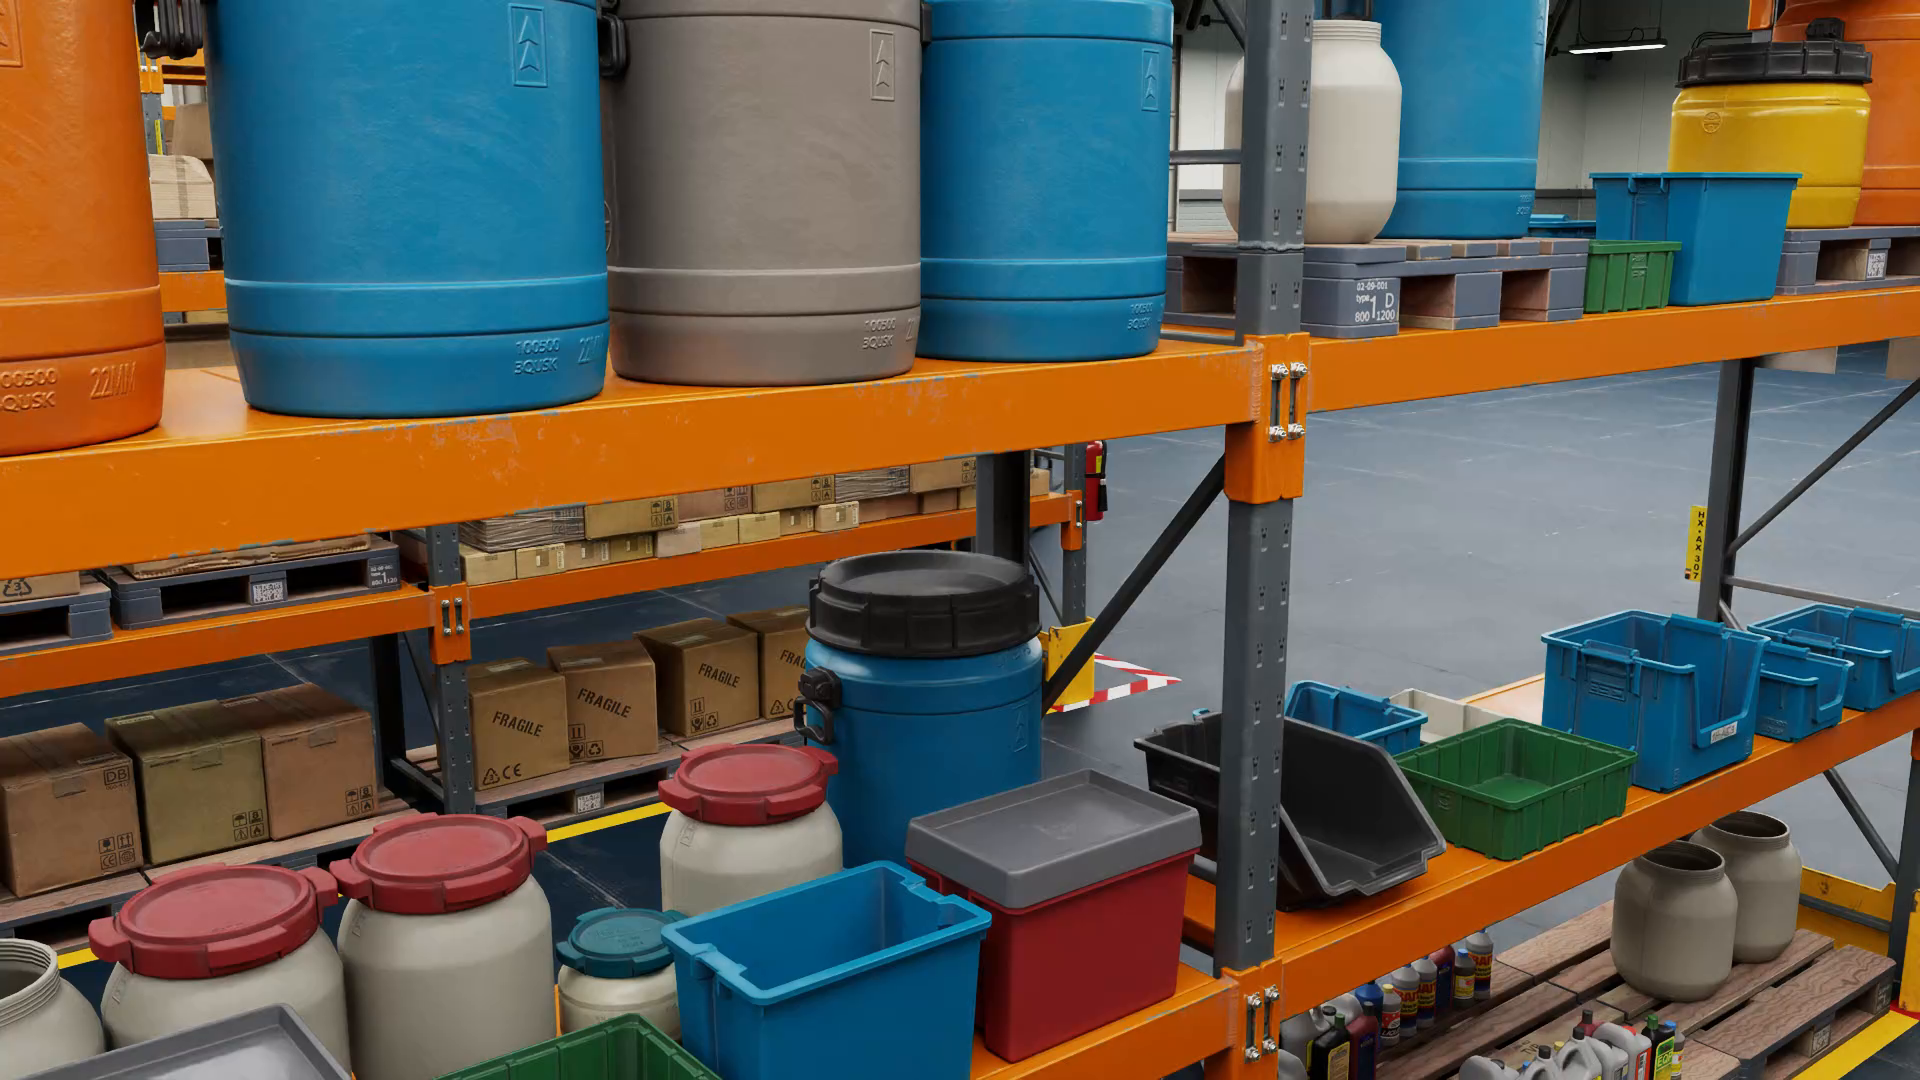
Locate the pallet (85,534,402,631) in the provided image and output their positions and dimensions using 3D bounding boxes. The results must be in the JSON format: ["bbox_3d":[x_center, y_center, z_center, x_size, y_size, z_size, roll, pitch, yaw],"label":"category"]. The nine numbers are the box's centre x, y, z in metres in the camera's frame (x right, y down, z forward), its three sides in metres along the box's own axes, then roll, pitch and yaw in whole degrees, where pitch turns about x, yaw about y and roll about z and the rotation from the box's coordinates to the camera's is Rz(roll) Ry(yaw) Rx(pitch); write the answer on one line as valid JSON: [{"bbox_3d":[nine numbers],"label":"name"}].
[{"bbox_3d":[-3.382,0.128,7.766,1.213,0.211,1.003,-9,15,-38],"label":"pallet"}]

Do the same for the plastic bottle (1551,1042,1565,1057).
[{"bbox_3d":[1.948,1.734,5.417,0.097,0.201,0.097,0,12,0],"label":"plastic bottle"}]

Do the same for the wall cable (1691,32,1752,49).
[{"bbox_3d":[18.270,-10.536,38.399,0.112,2.526,3.097,-9,15,-38],"label":"wall cable"}]

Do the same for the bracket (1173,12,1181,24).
[{"bbox_3d":[3.981,-9.948,31.646,0.430,0.232,0.235,-9,15,-38],"label":"bracket"}]

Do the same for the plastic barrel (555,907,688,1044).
[{"bbox_3d":[-0.730,0.976,3.642,0.301,0.262,0.301,0,12,0],"label":"plastic barrel"}]

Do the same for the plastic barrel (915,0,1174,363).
[{"bbox_3d":[0.138,-0.849,3.479,0.708,0.901,0.600,-9,15,-38],"label":"plastic barrel"}]

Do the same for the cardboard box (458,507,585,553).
[{"bbox_3d":[-2.305,-0.284,8.289,0.500,0.500,0.875,-9,15,-38],"label":"cardboard box"}]

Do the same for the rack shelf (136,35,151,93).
[{"bbox_3d":[-7.276,-2.986,10.223,4.000,0.370,1.077,-9,15,-38],"label":"rack shelf"}]

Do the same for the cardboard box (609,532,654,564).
[{"bbox_3d":[-1.768,0.001,8.507,0.250,0.149,0.380,-9,15,-38],"label":"cardboard box"}]

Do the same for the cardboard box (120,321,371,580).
[{"bbox_3d":[-3.402,-0.460,7.618,1.000,1.000,1.000,-9,15,-37],"label":"cardboard box"}]

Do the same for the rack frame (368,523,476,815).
[{"bbox_3d":[-2.695,-0.041,8.102,0.127,3.000,1.000,-9,15,-38],"label":"rack frame"}]

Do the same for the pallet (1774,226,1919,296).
[{"bbox_3d":[2.816,-1.040,6.040,1.213,0.211,1.003,-9,15,-38],"label":"pallet"}]

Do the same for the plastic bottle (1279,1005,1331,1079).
[{"bbox_3d":[1.124,1.645,5.477,0.185,0.351,0.144,-10,15,-38],"label":"plastic bottle"}]

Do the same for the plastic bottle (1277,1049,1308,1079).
[{"bbox_3d":[0.984,1.745,5.189,0.135,0.276,0.152,-9,15,-38],"label":"plastic bottle"}]

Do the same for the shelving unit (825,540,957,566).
[{"bbox_3d":[-0.587,-0.308,13.871,1.048,1.125,0.538,-2,12,-10],"label":"shelving unit"}]

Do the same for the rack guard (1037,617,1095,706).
[{"bbox_3d":[0.370,0.672,10.760,0.348,0.500,1.175,-9,15,-38],"label":"rack guard"}]

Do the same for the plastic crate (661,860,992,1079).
[{"bbox_3d":[-0.267,0.963,3.409,0.575,0.384,0.392,-9,15,-38],"label":"plastic crate"}]

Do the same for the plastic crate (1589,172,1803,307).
[{"bbox_3d":[2.222,-0.920,5.058,0.575,0.384,0.392,-9,15,-38],"label":"plastic crate"}]

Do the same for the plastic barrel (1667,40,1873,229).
[{"bbox_3d":[2.712,-1.353,5.595,0.600,0.588,0.600,0,12,0],"label":"plastic barrel"}]

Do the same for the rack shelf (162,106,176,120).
[{"bbox_3d":[-10.427,-5.100,20.176,4.000,0.370,1.077,-9,15,-38],"label":"rack shelf"}]

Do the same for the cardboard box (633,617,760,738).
[{"bbox_3d":[-1.479,0.762,9.327,0.500,0.500,0.500,-11,16,-43],"label":"cardboard box"}]

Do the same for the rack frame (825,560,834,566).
[{"bbox_3d":[-1.088,-0.289,13.782,0.032,1.125,0.500,-2,12,-10],"label":"rack frame"}]

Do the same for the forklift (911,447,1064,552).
[{"bbox_3d":[0.306,-1.578,15.501,1.130,2.935,3.031,4,13,19],"label":"forklift"}]

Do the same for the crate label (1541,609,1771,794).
[{"bbox_3d":[2.255,0.508,5.428,0.616,0.435,0.502,-9,15,-38],"label":"crate label"}]

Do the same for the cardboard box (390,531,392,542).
[{"bbox_3d":[-4.478,-0.213,13.014,0.875,0.875,0.875,-9,15,-37],"label":"cardboard box"}]

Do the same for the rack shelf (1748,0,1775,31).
[{"bbox_3d":[1.961,-1.885,5.034,4.000,0.370,1.077,-9,15,-38],"label":"rack shelf"}]

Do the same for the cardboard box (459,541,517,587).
[{"bbox_3d":[-2.339,0.102,8.030,0.250,0.149,0.380,-9,15,-38],"label":"cardboard box"}]

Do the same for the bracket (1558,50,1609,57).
[{"bbox_3d":[15.389,-11.843,40.573,3.189,0.066,0.076,-9,15,-38],"label":"bracket"}]

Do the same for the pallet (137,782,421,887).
[{"bbox_3d":[-3.302,1.424,7.915,1.213,0.211,1.003,-9,15,-38],"label":"pallet"}]

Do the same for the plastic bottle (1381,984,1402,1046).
[{"bbox_3d":[1.489,1.652,5.807,0.097,0.201,0.097,0,12,0],"label":"plastic bottle"}]

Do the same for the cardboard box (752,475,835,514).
[{"bbox_3d":[-1.148,-0.483,9.224,0.500,0.500,0.875,-9,15,-38],"label":"cardboard box"}]

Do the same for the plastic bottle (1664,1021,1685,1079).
[{"bbox_3d":[2.363,1.706,5.551,0.097,0.201,0.097,0,12,0],"label":"plastic bottle"}]

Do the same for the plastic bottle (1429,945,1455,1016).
[{"bbox_3d":[1.724,1.568,6.005,0.133,0.283,0.061,-9,15,-37],"label":"plastic bottle"}]

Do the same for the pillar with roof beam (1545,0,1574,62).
[{"bbox_3d":[16.143,-9.157,36.589,0.548,9.000,9.100,-9,15,-38],"label":"pillar with roof beam"}]

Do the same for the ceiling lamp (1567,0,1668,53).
[{"bbox_3d":[13.403,-11.439,33.282,0.800,3.185,2.000,-9,15,-38],"label":"ceiling lamp"}]

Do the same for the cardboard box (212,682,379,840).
[{"bbox_3d":[-3.187,1.042,7.957,0.500,0.500,0.700,-11,16,-42],"label":"cardboard box"}]

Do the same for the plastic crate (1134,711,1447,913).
[{"bbox_3d":[0.888,0.745,4.548,0.504,0.338,0.767,-9,15,-38],"label":"plastic crate"}]

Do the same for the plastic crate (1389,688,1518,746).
[{"bbox_3d":[1.509,0.639,5.532,0.437,0.136,0.530,-9,15,-38],"label":"plastic crate"}]

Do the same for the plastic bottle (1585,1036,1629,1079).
[{"bbox_3d":[2.041,1.716,5.325,0.135,0.276,0.152,-10,16,-39],"label":"plastic bottle"}]

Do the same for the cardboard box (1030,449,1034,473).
[{"bbox_3d":[-0.018,-0.688,10.190,0.500,0.500,0.875,-9,15,-38],"label":"cardboard box"}]

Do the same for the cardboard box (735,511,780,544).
[{"bbox_3d":[-1.176,-0.094,8.957,0.250,0.149,0.380,-9,15,-38],"label":"cardboard box"}]

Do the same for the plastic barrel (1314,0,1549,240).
[{"bbox_3d":[1.244,-1.268,4.438,0.708,0.901,0.600,-9,15,-38],"label":"plastic barrel"}]

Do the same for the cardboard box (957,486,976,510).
[{"bbox_3d":[-0.023,-0.294,9.896,0.250,0.149,0.380,-9,15,-38],"label":"cardboard box"}]

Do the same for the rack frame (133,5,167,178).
[{"bbox_3d":[-5.714,-3.794,11.329,0.127,3.000,1.000,-9,15,-38],"label":"rack frame"}]

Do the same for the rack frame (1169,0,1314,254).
[{"bbox_3d":[0.400,-2.173,3.696,0.127,3.000,1.000,-9,15,-38],"label":"rack frame"}]

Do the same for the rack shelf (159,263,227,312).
[{"bbox_3d":[-4.256,-0.897,6.643,4.000,0.370,1.077,-9,15,-38],"label":"rack shelf"}]

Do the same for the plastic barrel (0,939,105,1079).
[{"bbox_3d":[-1.725,1.004,2.912,0.421,0.512,0.421,0,12,0],"label":"plastic barrel"}]

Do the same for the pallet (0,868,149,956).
[{"bbox_3d":[-4.255,1.583,7.165,1.213,0.211,1.003,-9,15,-38],"label":"pallet"}]

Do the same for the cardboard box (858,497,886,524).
[{"bbox_3d":[-0.631,-0.202,9.464,0.250,0.149,0.380,-9,15,-38],"label":"cardboard box"}]

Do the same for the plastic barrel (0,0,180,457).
[{"bbox_3d":[-1.436,-0.553,2.254,0.708,0.830,0.600,-9,15,-38],"label":"plastic barrel"}]
